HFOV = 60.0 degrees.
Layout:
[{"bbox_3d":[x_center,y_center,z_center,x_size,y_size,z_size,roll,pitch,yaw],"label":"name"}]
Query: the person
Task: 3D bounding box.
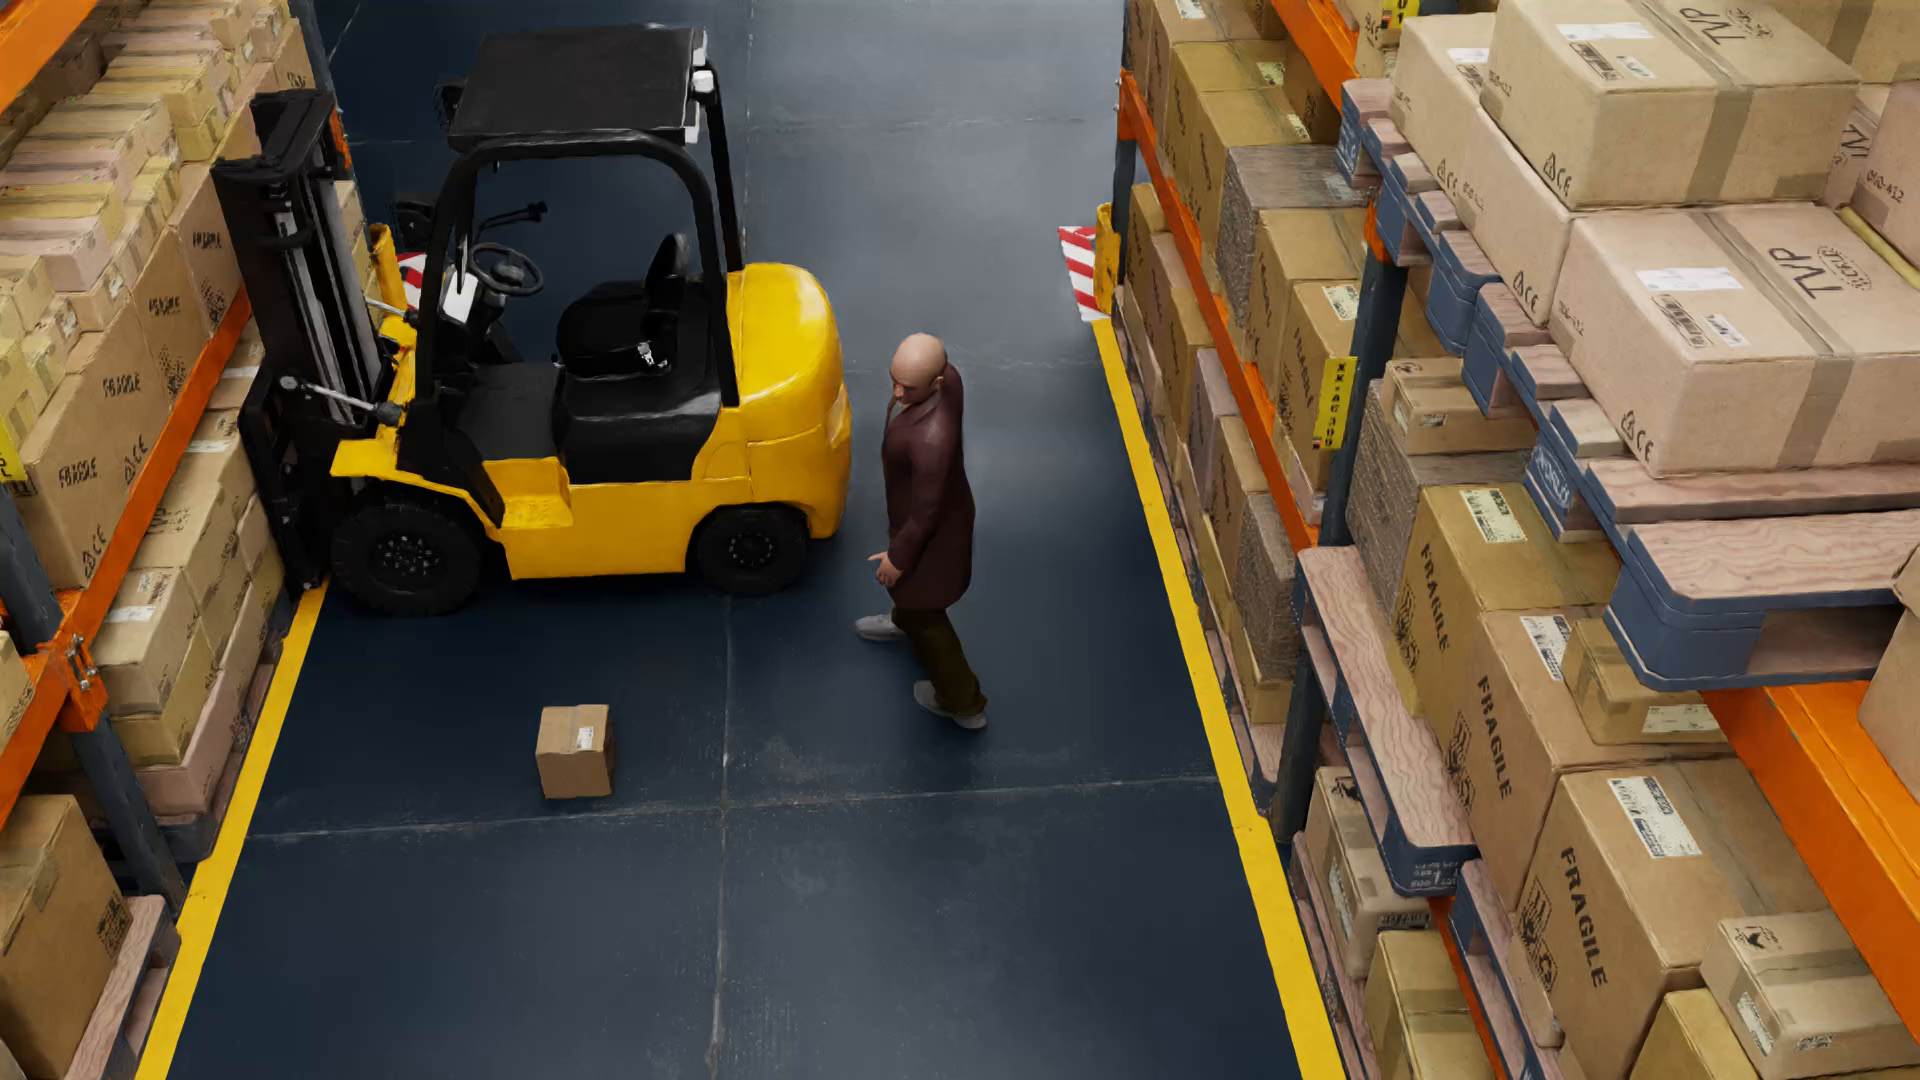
[{"bbox_3d":[-0.179,-0.072,6.279,0.654,1.781,0.691,7,39,8],"label":"person"}]
